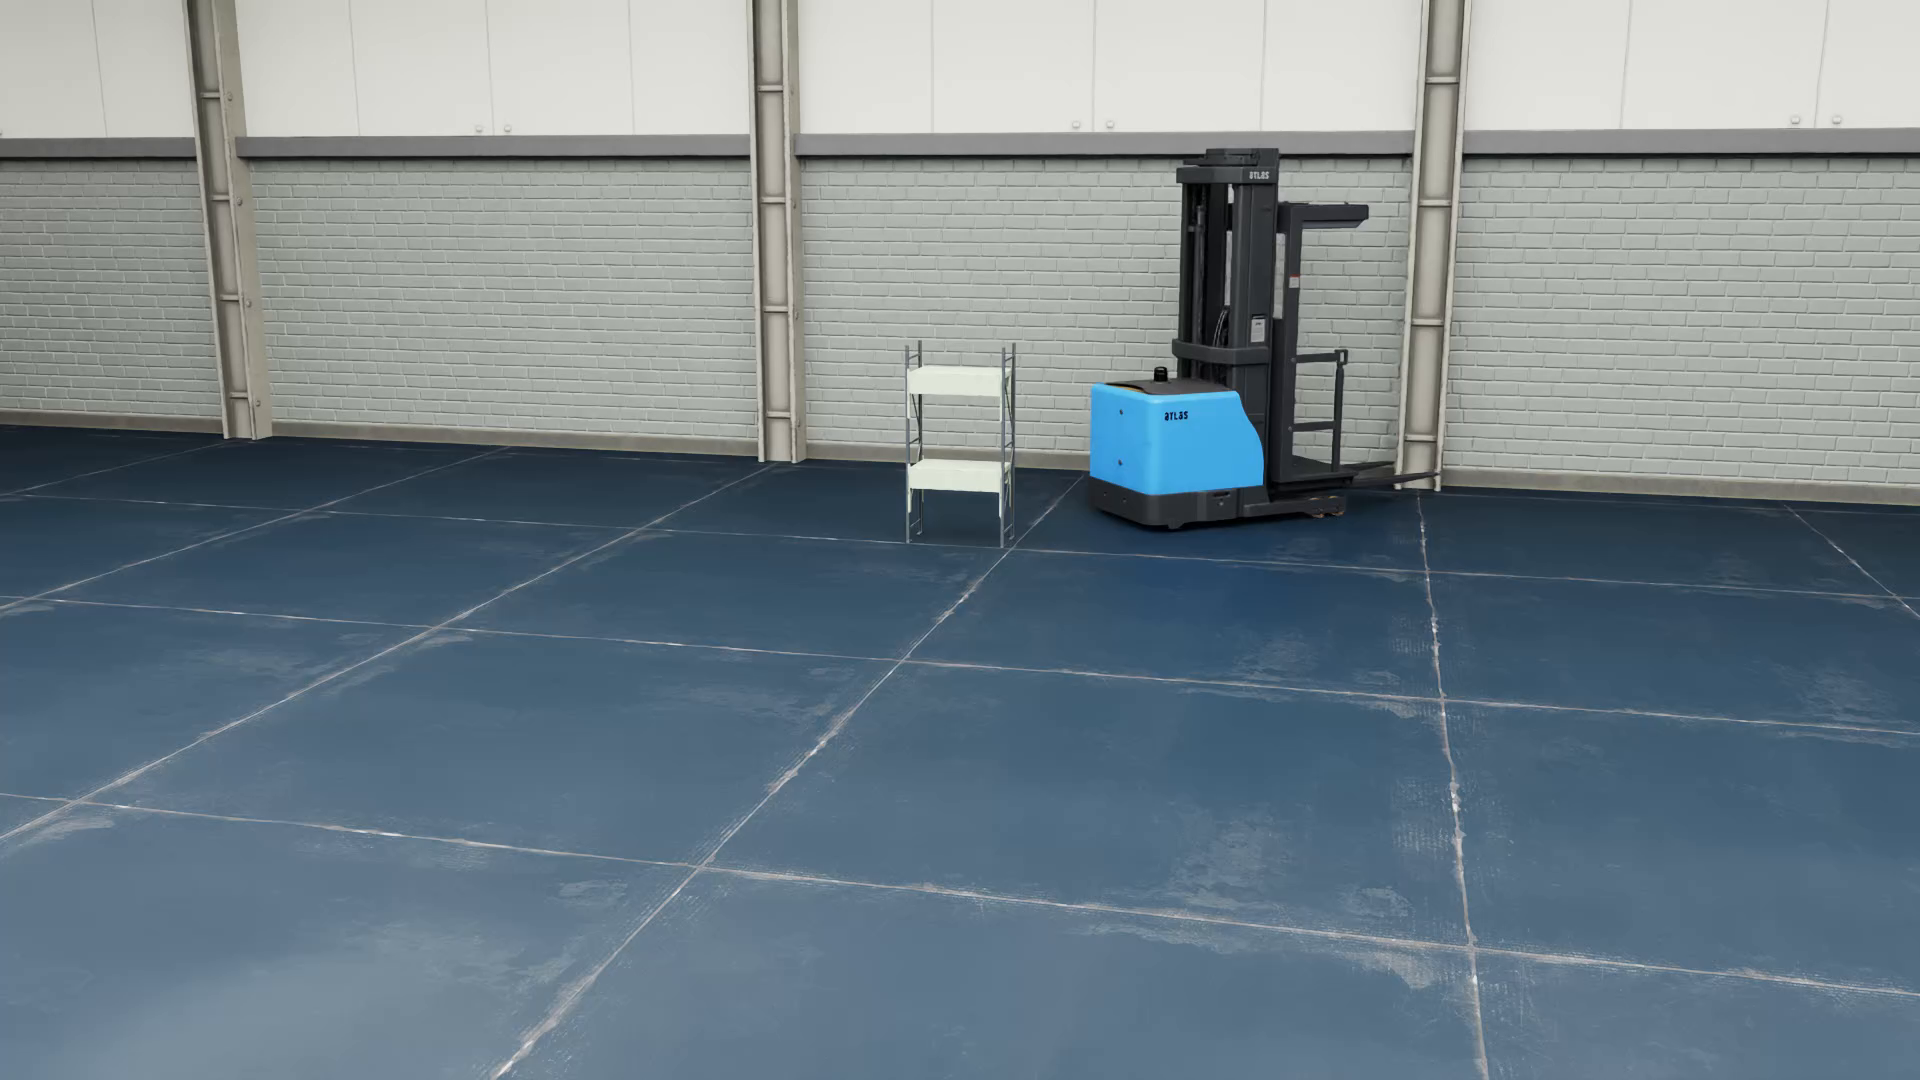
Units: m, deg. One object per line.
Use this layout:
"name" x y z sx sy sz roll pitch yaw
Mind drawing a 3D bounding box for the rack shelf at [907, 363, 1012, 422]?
"rack shelf" 0.006 -1.113 12.485 0.720 0.370 0.431 3 13 14

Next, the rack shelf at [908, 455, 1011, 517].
"rack shelf" 0.006 -0.414 12.640 0.720 0.370 0.431 3 13 14

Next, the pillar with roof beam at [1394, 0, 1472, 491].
"pillar with roof beam" 3.059 -3.963 9.821 0.400 9.000 9.100 3 13 14

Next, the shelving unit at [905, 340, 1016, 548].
"shelving unit" 0.006 -0.732 12.570 0.755 1.500 0.431 3 13 14

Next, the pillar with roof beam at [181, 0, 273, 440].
"pillar with roof beam" -8.591 -4.586 12.628 0.400 9.000 9.100 3 13 14

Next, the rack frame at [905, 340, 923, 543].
"rack frame" -0.349 -0.751 12.655 0.023 1.500 0.400 3 13 14

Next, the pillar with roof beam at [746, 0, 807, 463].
"pillar with roof beam" -2.766 -4.275 11.225 0.400 9.000 9.100 3 13 14

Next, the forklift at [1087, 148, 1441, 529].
"forklift" 2.612 -1.707 13.659 3.031 2.935 1.130 -6 14 -24

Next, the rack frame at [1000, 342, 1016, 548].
"rack frame" 0.362 -0.713 12.484 0.023 1.500 0.400 3 13 14
